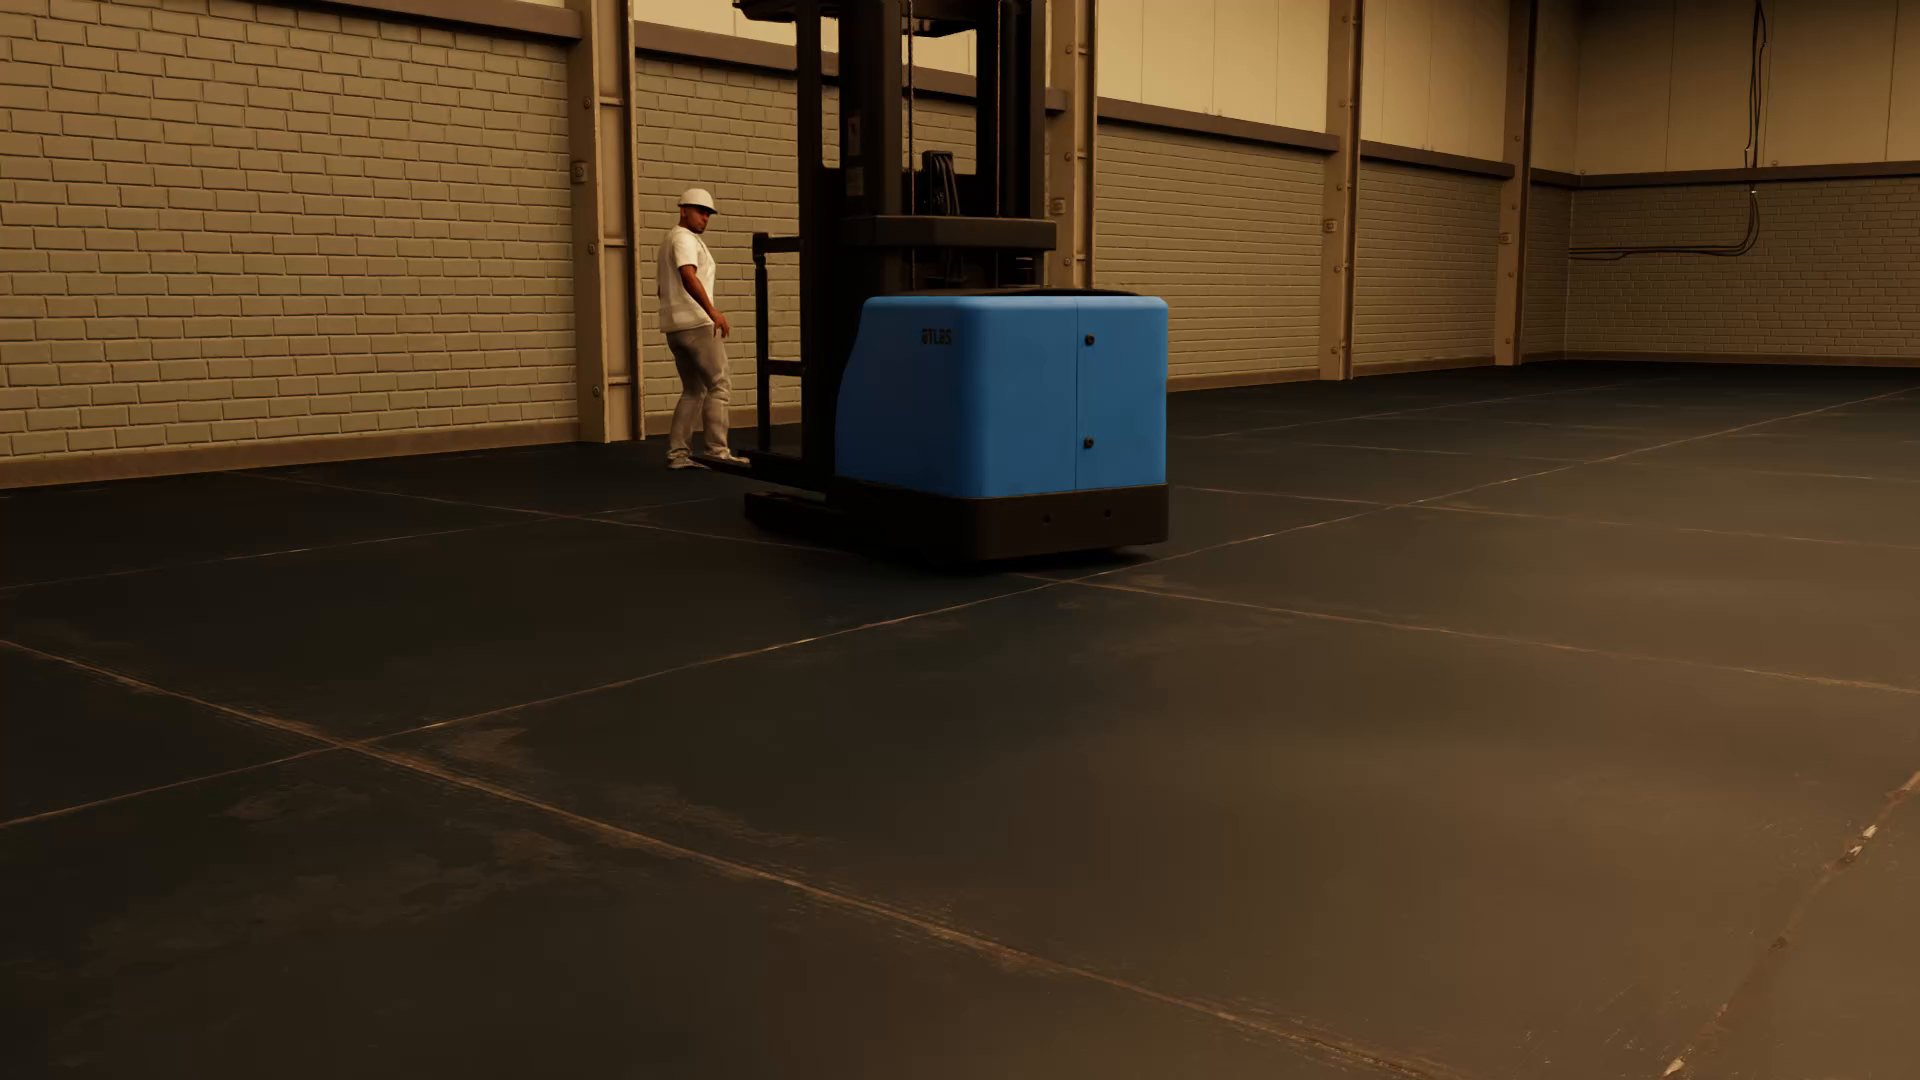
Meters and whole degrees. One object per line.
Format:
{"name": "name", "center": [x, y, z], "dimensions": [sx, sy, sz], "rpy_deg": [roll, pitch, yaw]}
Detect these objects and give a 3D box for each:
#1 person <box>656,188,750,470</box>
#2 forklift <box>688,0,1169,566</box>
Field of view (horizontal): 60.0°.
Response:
{"name": "person", "center": [-1.628, -1.318, 10.402], "dimensions": [0.514, 1.741, 0.789], "rpy_deg": [-5, 10, -32]}
{"name": "forklift", "center": [-0.357, -1.520, 7.667], "dimensions": [1.130, 2.935, 3.031], "rpy_deg": [-5, 10, -32]}
